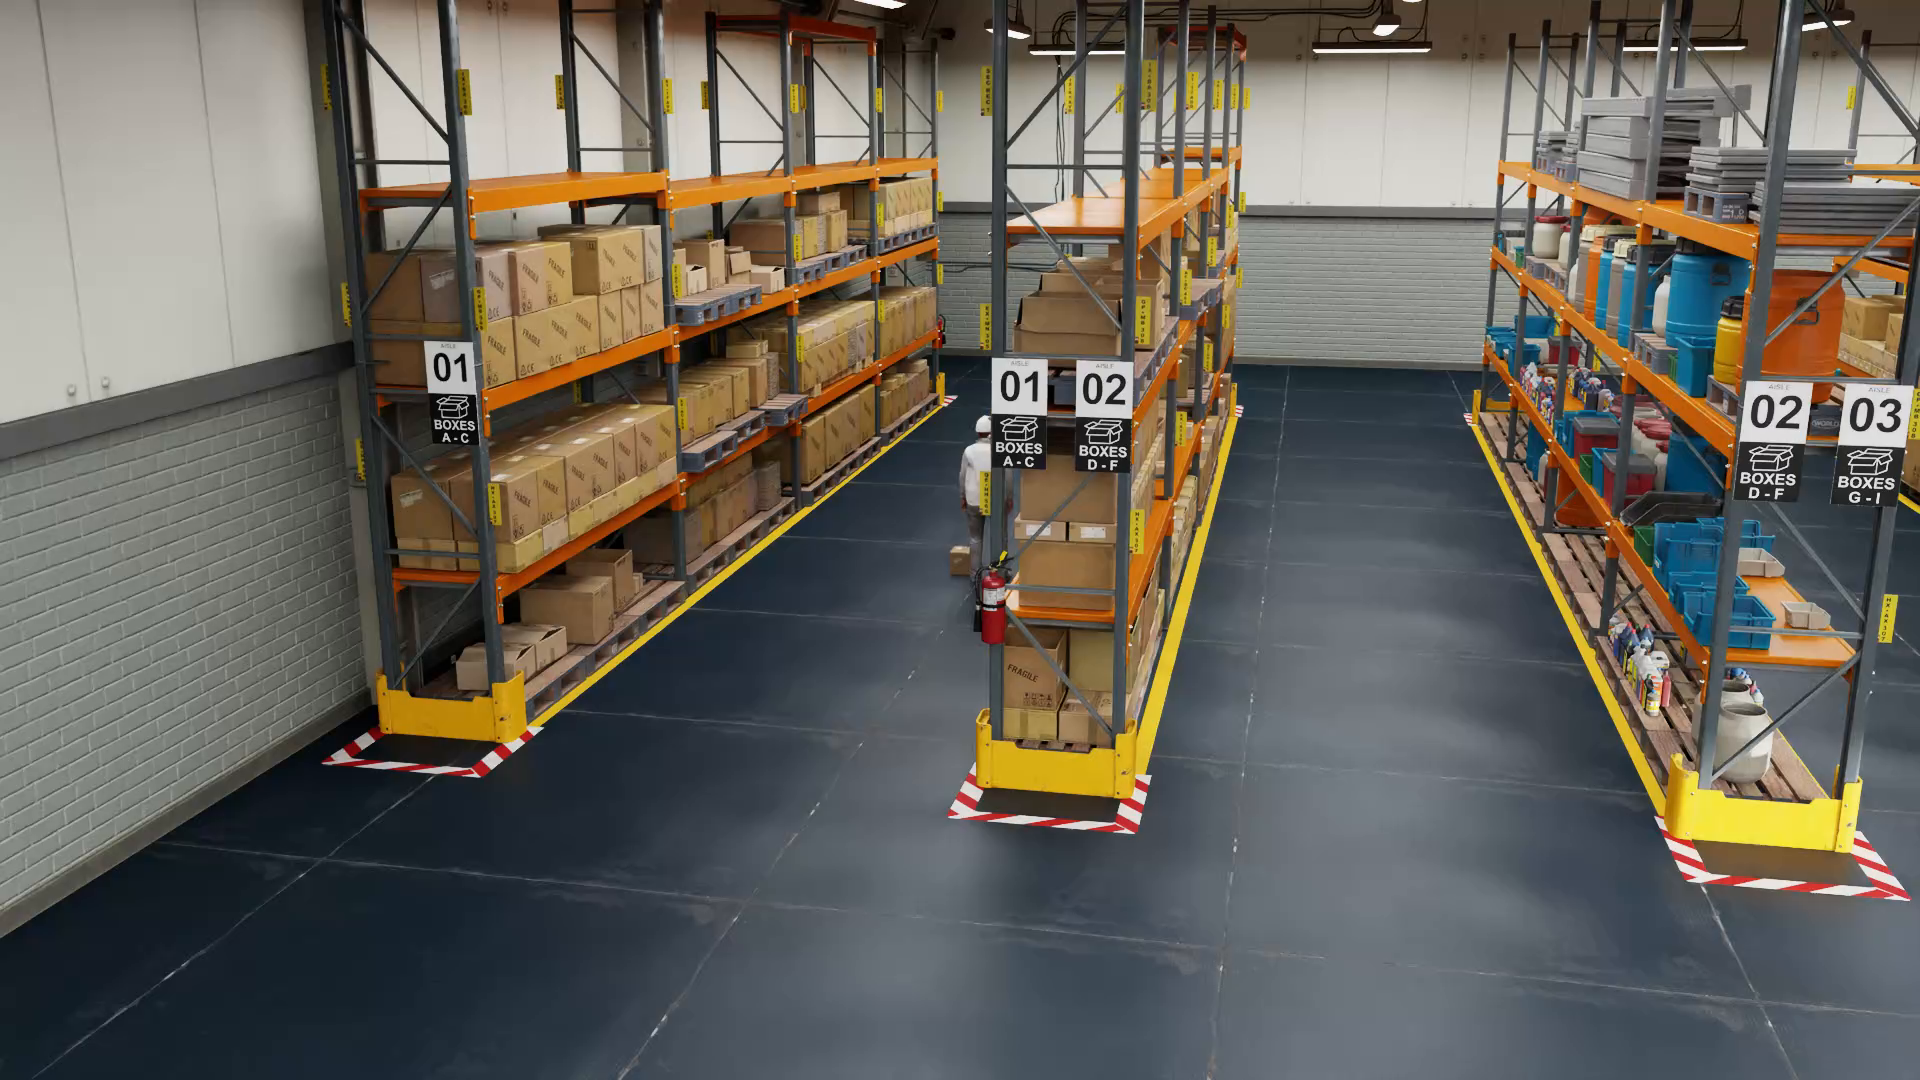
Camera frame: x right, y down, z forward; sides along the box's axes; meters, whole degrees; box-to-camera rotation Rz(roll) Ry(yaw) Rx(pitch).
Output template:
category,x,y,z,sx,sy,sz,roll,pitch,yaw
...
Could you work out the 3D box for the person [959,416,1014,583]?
category,x,y,z,sx,sy,sz,roll,pitch,yaw
person,0.288,-0.425,17.603,0.566,1.767,0.465,2,15,9
